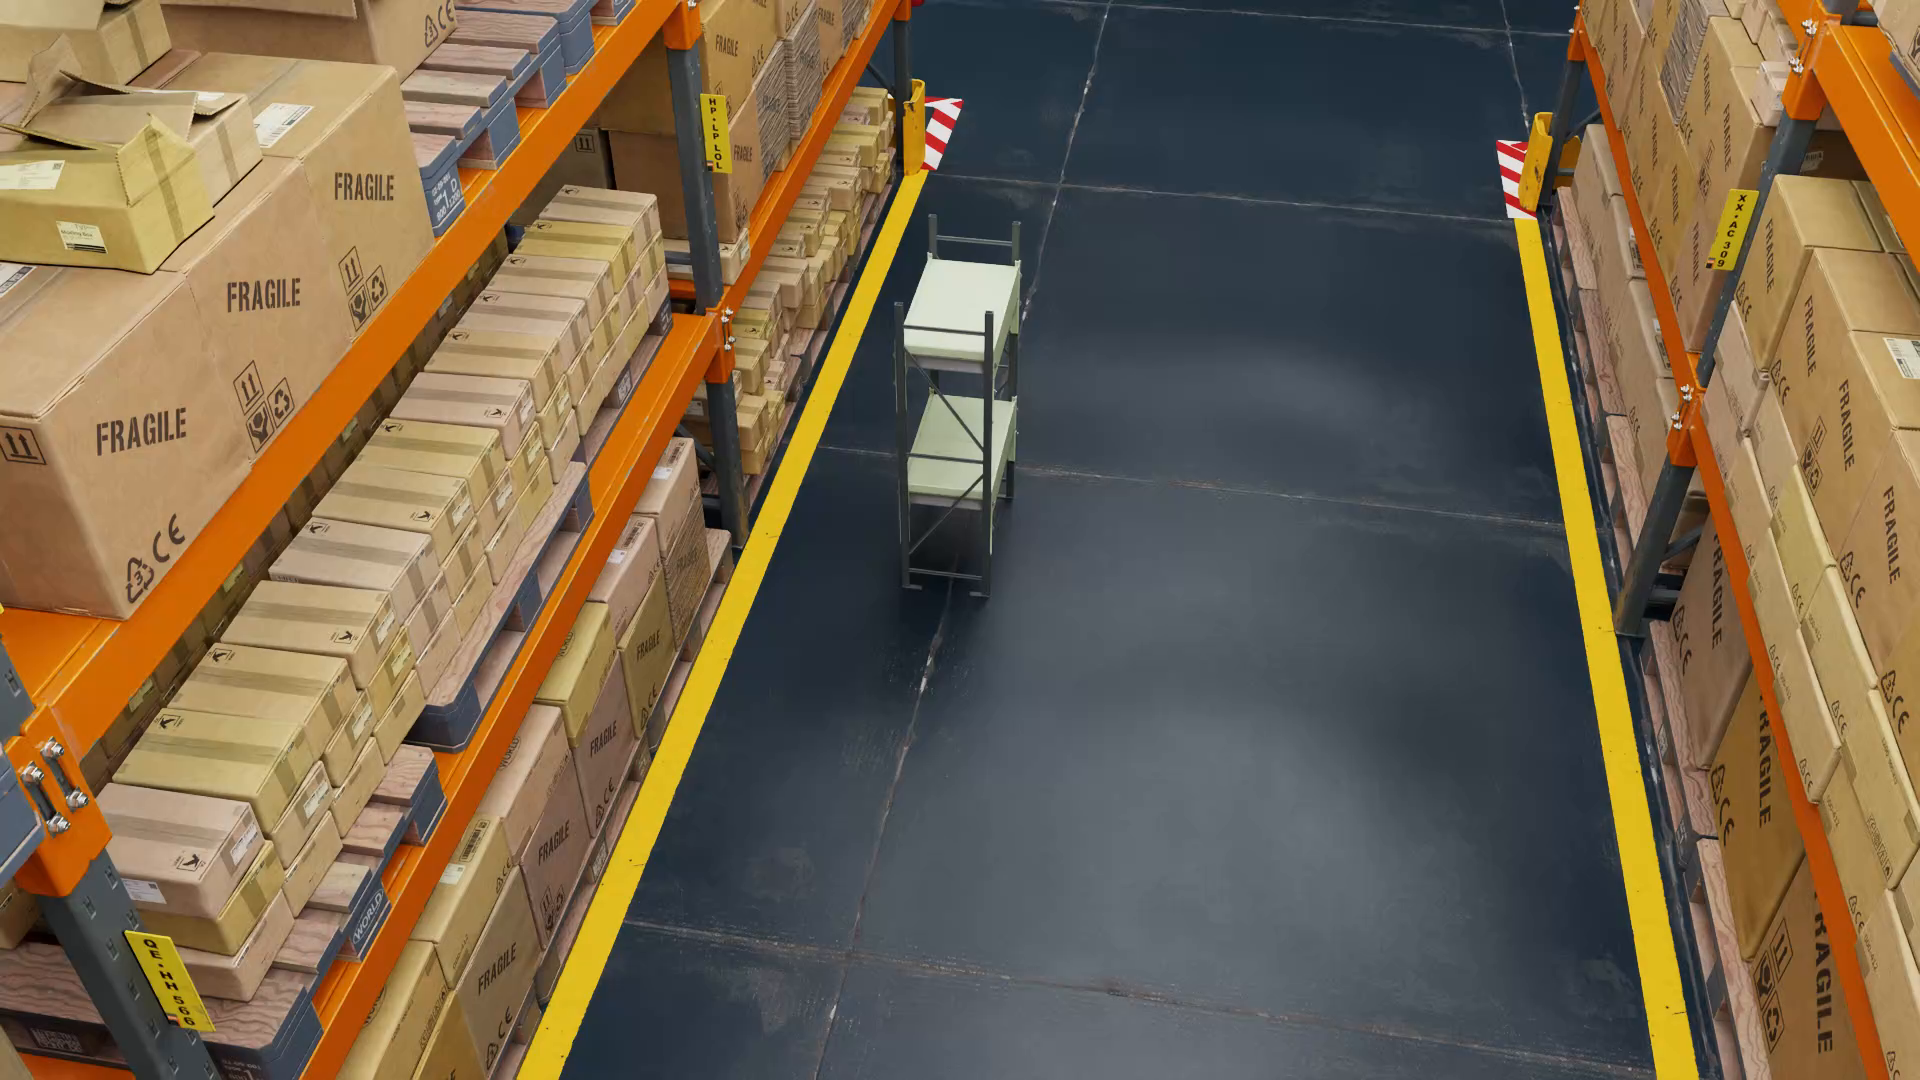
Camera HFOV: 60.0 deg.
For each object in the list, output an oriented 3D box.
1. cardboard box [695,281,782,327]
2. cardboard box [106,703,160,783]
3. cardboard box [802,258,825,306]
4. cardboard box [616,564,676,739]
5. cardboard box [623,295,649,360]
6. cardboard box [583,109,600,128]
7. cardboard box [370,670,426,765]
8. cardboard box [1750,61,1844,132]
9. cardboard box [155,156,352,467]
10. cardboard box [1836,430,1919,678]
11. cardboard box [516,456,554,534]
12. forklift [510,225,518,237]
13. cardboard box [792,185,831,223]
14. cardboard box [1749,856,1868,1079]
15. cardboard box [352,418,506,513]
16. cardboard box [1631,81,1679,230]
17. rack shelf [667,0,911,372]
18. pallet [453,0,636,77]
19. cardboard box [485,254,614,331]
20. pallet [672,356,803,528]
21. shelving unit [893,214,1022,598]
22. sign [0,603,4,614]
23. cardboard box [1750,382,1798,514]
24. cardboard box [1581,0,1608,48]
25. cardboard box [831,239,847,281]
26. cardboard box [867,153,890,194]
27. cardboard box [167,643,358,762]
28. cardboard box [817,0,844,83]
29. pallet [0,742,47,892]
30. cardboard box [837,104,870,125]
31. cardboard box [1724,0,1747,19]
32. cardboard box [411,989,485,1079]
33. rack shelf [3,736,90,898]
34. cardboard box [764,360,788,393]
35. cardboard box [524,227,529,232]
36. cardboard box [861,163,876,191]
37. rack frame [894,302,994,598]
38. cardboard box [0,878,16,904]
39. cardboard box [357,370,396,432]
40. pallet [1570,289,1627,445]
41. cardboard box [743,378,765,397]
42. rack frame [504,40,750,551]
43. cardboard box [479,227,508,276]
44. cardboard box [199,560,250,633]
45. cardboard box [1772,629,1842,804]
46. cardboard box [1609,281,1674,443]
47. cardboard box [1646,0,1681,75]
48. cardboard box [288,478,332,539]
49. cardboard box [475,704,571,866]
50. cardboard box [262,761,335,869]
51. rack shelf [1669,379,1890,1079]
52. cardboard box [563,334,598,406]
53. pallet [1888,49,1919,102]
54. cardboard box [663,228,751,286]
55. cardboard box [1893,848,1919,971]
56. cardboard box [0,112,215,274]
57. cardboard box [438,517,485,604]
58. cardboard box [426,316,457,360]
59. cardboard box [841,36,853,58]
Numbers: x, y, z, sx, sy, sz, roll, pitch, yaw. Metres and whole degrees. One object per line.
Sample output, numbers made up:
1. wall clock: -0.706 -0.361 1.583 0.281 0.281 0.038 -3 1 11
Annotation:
1. cardboard box: -1.112 -1.182 8.364 0.380 0.149 0.250 5 40 7
2. cardboard box: -2.471 0.568 4.673 0.380 0.149 0.250 7 40 8
3. cardboard box: -0.933 -1.386 8.843 0.380 0.149 0.250 6 40 7
4. cardboard box: -1.469 0.416 6.622 0.500 0.500 0.500 6 40 7
5. cardboard box: -1.418 -0.831 6.365 0.380 0.149 0.250 7 40 8
6. cardboard box: -1.685 -2.063 6.892 0.500 0.500 0.500 5 40 6
7. cardboard box: -1.778 0.480 4.780 0.380 0.149 0.250 8 40 10
8. cardboard box: 3.133 -1.620 6.080 0.380 0.149 0.250 6 40 7
9. cardboard box: -1.752 -0.528 3.698 0.500 0.500 0.500 6 40 8
10. cardboard box: 2.800 0.065 4.551 0.500 0.500 0.500 6 40 7
11. cardboard box: -1.596 -0.176 5.573 0.380 0.149 0.250 8 40 10
12. forklift: -3.256 -1.646 7.537 1.130 2.935 3.031 8 40 10
13. cardboard box: -0.923 -1.831 9.148 0.380 0.149 0.250 5 40 6
14. cardboard box: 3.061 1.466 5.057 0.875 0.875 0.875 7 40 8
15. cardboard box: -1.649 -0.234 5.176 0.380 0.149 0.250 6 40 7
16. cardboard box: 3.378 -1.716 7.490 0.500 0.500 0.500 6 40 7
17. rack shelf: -1.154 -2.178 8.691 1.077 0.370 4.000 6 40 8
18. pallet: -1.712 -1.908 5.594 1.213 0.211 1.003 6 40 8
19. cardboard box: -1.469 -0.890 5.970 0.380 0.149 0.250 5 40 6
20. pallet: -1.418 -0.550 8.347 1.003 0.211 1.213 6 40 8
21. shelving unit: -0.001 -0.574 7.364 0.431 1.500 0.755 6 40 8
22. sign: -1.647 -0.009 2.682 0.100 0.325 0.005 6 40 8
23. cardboard box: 2.977 -0.277 5.553 0.500 0.250 0.500 7 40 8
24. cardboard box: 3.719 -2.997 9.039 0.500 0.500 0.500 6 40 7
25. cardboard box: -0.848 -1.598 9.334 0.380 0.149 0.250 7 40 9
26. cardboard box: -0.638 -2.247 10.119 0.380 0.149 0.250 8 40 9
27. cardboard box: -1.831 0.425 4.379 0.380 0.149 0.250 6 40 7
28. cardboard box: -0.901 -2.599 8.325 0.500 0.500 0.500 8 40 10
29. pallet: -2.251 0.637 2.516 1.213 0.211 1.003 8 40 10
30. cardboard box: -0.750 -2.491 9.947 0.380 0.149 0.250 7 40 9
31. cardboard box: 3.372 -2.250 6.843 0.380 0.149 0.250 6 40 7
32. cardboard box: -1.818 1.696 5.073 0.500 0.500 0.500 5 40 6
33. rack shelf: -2.538 1.687 1.663 1.077 0.370 4.000 6 40 8
34. cardboard box: -1.083 -0.785 8.350 0.380 0.149 0.250 6 40 7
35. cardboard box: -1.744 -1.482 7.482 0.380 0.149 0.250 5 40 6
36. cardboard box: -0.706 -2.199 9.827 0.380 0.149 0.250 5 40 6
37. rack frame: -0.064 -0.344 7.086 0.400 1.500 0.023 6 40 8
38. cardboard box: -2.555 0.771 4.195 0.380 0.149 0.250 7 40 9
39. cardboard box: -2.197 -0.525 5.762 0.380 0.149 0.250 8 40 9
40. pallet: 3.810 -0.879 8.745 1.003 0.211 1.213 6 40 8
41. cardboard box: -1.167 -0.738 8.060 0.380 0.149 0.250 7 40 8
42. rack frame: -1.500 -1.200 6.944 1.000 3.000 0.127 6 40 8
43. cardboard box: -2.021 -1.183 6.558 0.380 0.149 0.250 7 40 8
44. cardboard box: -2.378 0.125 4.976 0.380 0.149 0.250 6 40 7
45. cardboard box: 2.769 0.545 4.951 0.500 0.250 0.500 6 40 7
46. cardboard box: 3.762 -0.836 8.185 0.875 0.438 0.875 5 40 6
47. cardboard box: 3.472 -2.420 7.556 0.500 0.500 0.500 7 40 8
48. cardboard box: -2.288 -0.090 5.470 0.380 0.149 0.250 5 40 6
49. cardboard box: -1.648 0.790 5.581 0.500 0.250 0.500 7 40 8
50. cardboard box: -1.866 0.679 4.305 0.380 0.149 0.250 8 40 10
51. rack shelf: 3.047 0.815 5.072 1.077 0.370 4.000 6 40 8
52. cardboard box: -1.507 -0.615 5.871 0.380 0.149 0.250 5 40 6
53. pallet: 3.283 -1.219 4.763 0.805 0.209 1.217 5 40 6
54. cardboard box: -1.129 -1.245 7.195 0.380 0.149 0.250 8 40 9
55. cardboard box: 2.619 1.004 4.004 0.500 0.250 0.500 5 40 7
56. cardboard box: -1.761 -0.726 3.338 0.396 0.266 0.258 6 40 8
57. cardboard box: -1.689 0.041 5.077 0.380 0.149 0.250 6 40 7
58. cardboard box: -2.110 -0.737 6.252 0.380 0.149 0.250 7 40 8
59. cardboard box: -0.790 -2.742 9.006 0.380 0.149 0.250 5 40 6
